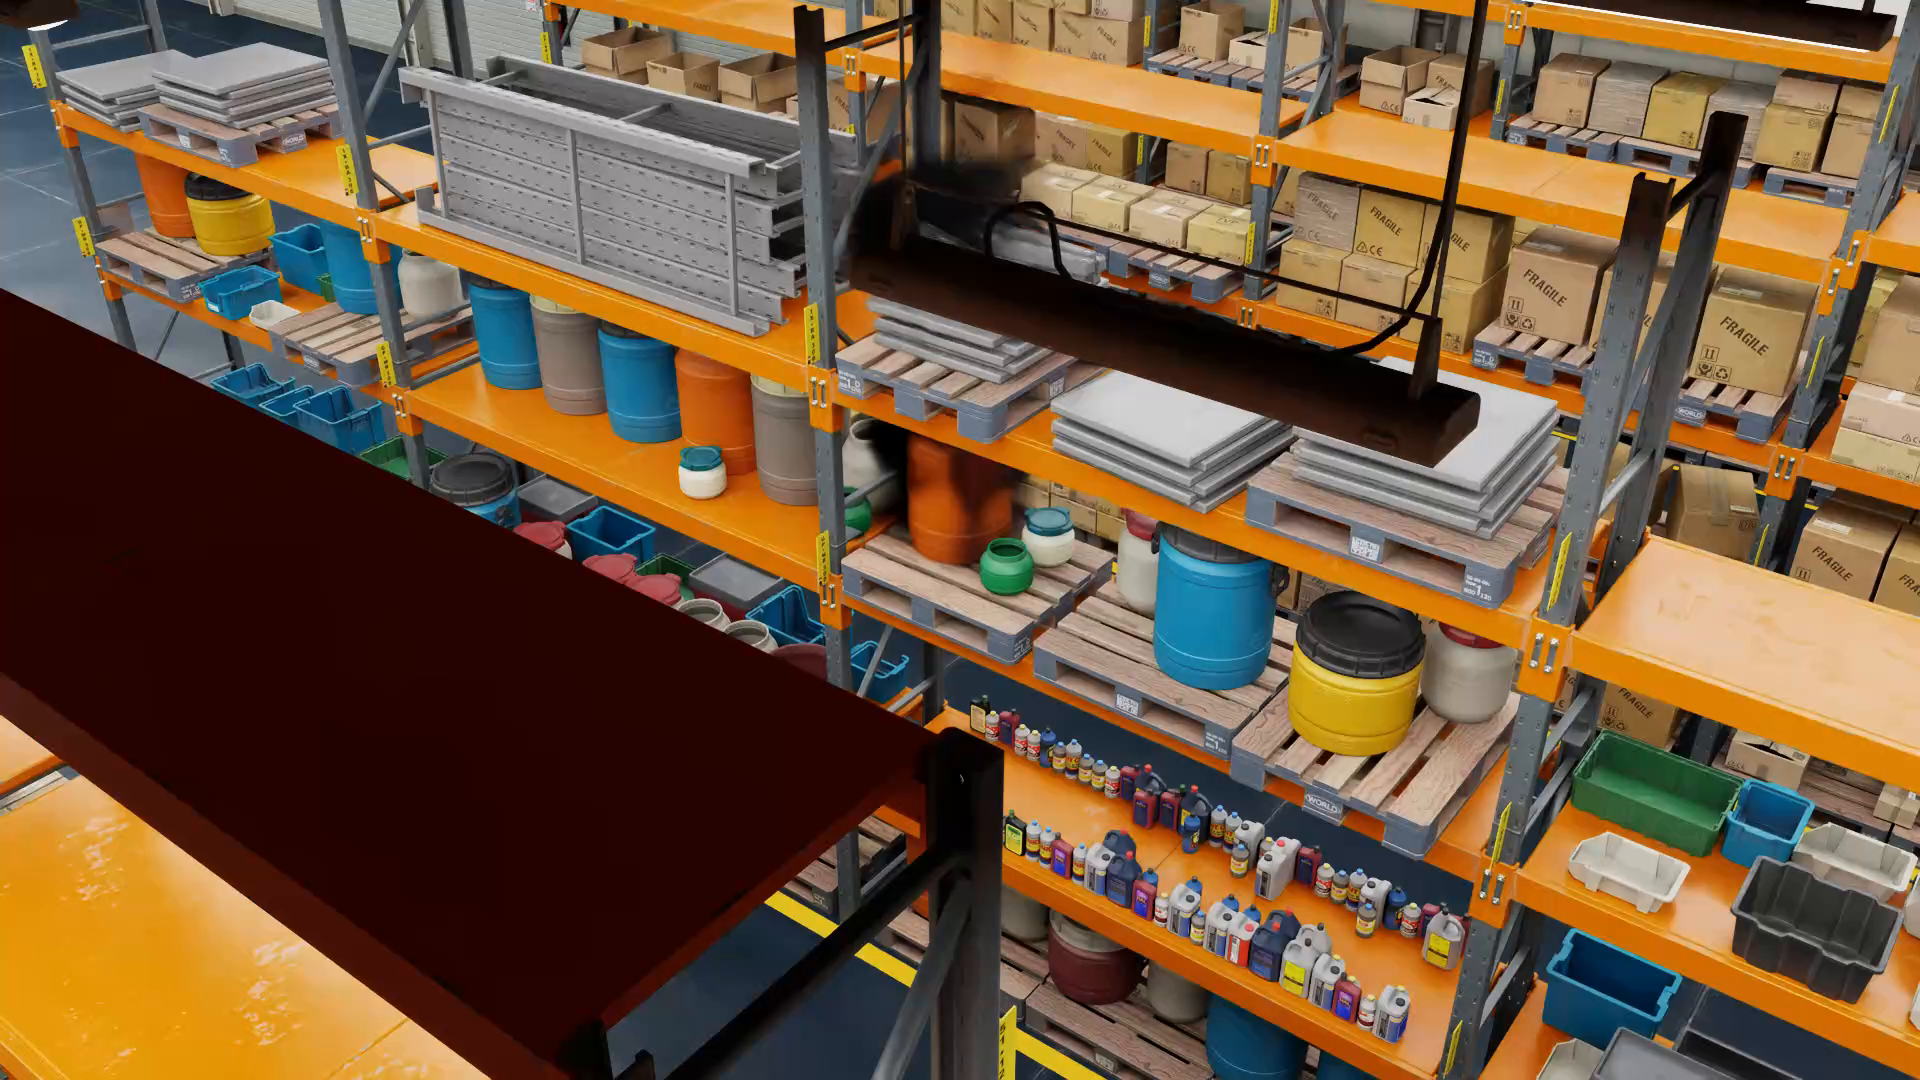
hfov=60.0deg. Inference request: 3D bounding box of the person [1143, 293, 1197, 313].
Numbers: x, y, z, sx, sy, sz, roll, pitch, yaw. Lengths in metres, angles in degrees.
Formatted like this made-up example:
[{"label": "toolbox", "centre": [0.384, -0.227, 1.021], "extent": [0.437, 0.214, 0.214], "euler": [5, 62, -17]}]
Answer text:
[{"label": "person", "centre": [2.019, -1.983, 16.844], "extent": [0.799, 1.763, 0.691], "euler": [18, 36, 27]}]
